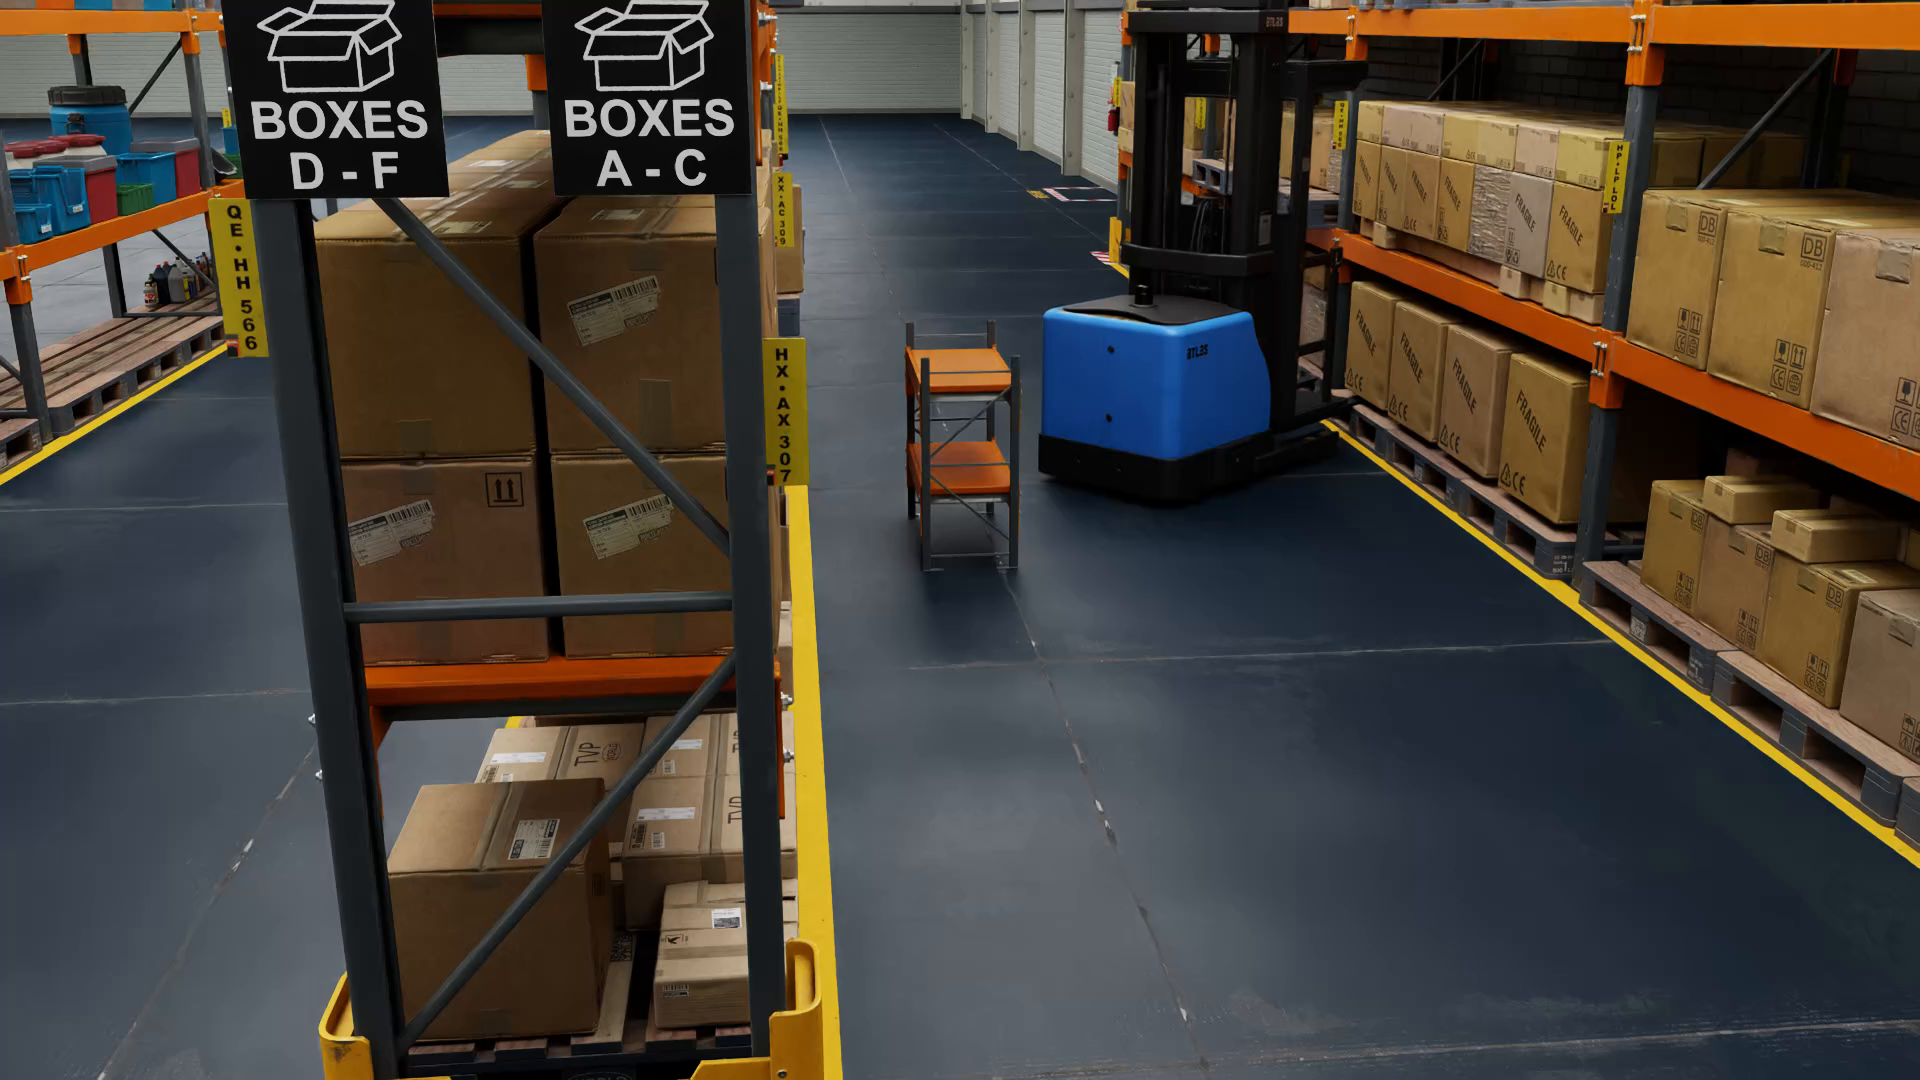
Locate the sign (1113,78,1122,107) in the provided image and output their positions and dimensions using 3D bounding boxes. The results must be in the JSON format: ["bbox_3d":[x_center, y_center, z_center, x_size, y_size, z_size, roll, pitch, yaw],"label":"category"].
[{"bbox_3d":[1.817,-5.162,19.167,0.100,0.325,0.005,-2,18,-6],"label":"sign"}]

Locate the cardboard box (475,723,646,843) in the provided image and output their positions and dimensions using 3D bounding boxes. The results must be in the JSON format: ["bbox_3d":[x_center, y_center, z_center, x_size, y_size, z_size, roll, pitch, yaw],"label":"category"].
[{"bbox_3d":[-1.289,0.819,5.418,0.500,0.250,0.500,-2,18,-6],"label":"cardboard box"}]

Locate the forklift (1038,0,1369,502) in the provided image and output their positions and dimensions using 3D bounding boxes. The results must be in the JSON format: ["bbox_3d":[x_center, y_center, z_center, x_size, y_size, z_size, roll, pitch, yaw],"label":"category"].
[{"bbox_3d":[1.843,-1.993,10.632,1.130,2.935,3.031,15,23,40],"label":"forklift"}]

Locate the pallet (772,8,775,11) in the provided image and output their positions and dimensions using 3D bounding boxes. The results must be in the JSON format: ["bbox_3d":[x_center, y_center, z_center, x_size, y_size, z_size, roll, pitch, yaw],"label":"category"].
[{"bbox_3d":[-1.904,-3.769,11.482,1.213,0.211,1.003,-1,17,-3],"label":"pallet"}]

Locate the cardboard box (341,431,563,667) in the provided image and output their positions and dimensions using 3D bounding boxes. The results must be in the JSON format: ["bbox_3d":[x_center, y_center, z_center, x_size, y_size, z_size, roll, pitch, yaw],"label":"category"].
[{"bbox_3d":[-1.236,-0.018,4.059,0.500,0.500,0.500,-1,17,-4],"label":"cardboard box"}]

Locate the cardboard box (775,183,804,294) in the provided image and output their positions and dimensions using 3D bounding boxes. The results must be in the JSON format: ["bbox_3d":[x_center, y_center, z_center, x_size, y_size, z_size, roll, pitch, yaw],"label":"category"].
[{"bbox_3d":[-1.158,-1.433,7.865,0.700,0.500,0.500,-8,19,-24],"label":"cardboard box"}]

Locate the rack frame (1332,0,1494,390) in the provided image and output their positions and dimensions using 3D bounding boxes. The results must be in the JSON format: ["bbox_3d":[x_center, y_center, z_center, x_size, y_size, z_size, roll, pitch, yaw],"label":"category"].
[{"bbox_3d":[3.182,-2.383,11.759,1.000,3.000,0.127,-2,18,-6],"label":"rack frame"}]

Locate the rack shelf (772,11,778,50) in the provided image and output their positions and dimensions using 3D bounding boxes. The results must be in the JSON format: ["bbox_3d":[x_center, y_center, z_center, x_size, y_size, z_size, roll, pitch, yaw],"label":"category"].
[{"bbox_3d":[-1.951,-3.912,12.824,1.077,0.370,4.000,-2,18,-6],"label":"rack shelf"}]

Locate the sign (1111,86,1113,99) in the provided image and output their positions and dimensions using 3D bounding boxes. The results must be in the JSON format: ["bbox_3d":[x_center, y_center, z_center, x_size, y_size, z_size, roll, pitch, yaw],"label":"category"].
[{"bbox_3d":[2.499,-7.294,27.344,0.001,0.329,0.234,-2,18,-6],"label":"sign"}]

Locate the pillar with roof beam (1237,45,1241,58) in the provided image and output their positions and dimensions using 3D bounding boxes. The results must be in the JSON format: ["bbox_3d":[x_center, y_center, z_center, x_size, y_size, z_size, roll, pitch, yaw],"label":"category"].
[{"bbox_3d":[-0.992,-7.314,17.449,9.100,9.000,0.400,-2,18,-6],"label":"pillar with roof beam"}]

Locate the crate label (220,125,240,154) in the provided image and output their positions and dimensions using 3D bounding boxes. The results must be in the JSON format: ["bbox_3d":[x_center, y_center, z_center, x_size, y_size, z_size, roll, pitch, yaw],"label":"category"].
[{"bbox_3d":[-7.038,-3.937,16.650,0.502,0.435,0.616,-2,18,-6],"label":"crate label"}]

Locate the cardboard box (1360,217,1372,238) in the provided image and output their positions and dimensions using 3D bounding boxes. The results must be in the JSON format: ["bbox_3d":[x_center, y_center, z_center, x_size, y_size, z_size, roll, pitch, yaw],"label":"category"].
[{"bbox_3d":[2.986,-2.167,11.458,0.380,0.149,0.250,-2,18,-6],"label":"cardboard box"}]

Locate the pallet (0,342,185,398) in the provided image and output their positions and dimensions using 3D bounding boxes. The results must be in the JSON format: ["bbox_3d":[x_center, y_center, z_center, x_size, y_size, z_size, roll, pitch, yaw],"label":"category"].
[{"bbox_3d":[-6.836,-1.341,13.096,1.003,0.211,1.213,-2,18,-6],"label":"pallet"}]

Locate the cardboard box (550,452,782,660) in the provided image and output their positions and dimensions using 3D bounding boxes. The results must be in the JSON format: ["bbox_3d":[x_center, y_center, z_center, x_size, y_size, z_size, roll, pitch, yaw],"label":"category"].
[{"bbox_3d":[-0.703,-0.033,4.108,0.500,0.500,0.500,-1,17,-4],"label":"cardboard box"}]

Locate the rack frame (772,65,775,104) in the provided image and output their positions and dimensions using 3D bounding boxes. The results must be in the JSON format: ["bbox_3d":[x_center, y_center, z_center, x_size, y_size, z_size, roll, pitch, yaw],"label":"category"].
[{"bbox_3d":[-2.157,-3.420,15.064,1.000,3.000,0.127,-2,18,-6],"label":"rack frame"}]

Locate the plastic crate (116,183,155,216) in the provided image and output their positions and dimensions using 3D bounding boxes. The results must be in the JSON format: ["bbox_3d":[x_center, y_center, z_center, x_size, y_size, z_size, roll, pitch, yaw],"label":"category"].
[{"bbox_3d":[-6.624,-2.657,12.987,0.450,0.188,0.662,-2,18,-6],"label":"plastic crate"}]

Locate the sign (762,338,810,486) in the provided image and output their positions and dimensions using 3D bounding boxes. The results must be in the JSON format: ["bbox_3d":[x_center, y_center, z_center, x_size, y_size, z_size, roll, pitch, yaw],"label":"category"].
[{"bbox_3d":[-0.380,-0.275,3.600,0.100,0.325,0.005,-2,18,-6],"label":"sign"}]

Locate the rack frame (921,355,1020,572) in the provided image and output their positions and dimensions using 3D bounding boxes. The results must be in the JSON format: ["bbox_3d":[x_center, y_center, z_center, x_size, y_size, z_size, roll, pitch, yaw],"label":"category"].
[{"bbox_3d":[0.053,-0.383,8.520,0.500,1.125,0.032,-2,18,-6],"label":"rack frame"}]

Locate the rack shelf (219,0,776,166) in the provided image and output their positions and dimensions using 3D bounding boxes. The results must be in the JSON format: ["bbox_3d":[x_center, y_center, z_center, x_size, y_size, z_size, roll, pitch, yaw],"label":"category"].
[{"bbox_3d":[-1.126,-1.529,5.232,1.077,0.370,4.000,-2,18,-6],"label":"rack shelf"}]

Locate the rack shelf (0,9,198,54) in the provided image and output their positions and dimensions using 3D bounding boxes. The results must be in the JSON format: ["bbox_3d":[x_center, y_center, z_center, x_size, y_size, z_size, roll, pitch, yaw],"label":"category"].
[{"bbox_3d":[-6.878,-3.760,12.340,1.077,0.370,4.000,-2,18,-6],"label":"rack shelf"}]

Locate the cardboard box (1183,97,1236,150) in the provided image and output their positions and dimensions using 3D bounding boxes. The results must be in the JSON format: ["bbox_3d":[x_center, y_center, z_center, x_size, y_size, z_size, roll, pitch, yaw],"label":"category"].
[{"bbox_3d":[2.413,-4.001,15.880,0.500,0.500,0.500,-2,18,-6],"label":"cardboard box"}]

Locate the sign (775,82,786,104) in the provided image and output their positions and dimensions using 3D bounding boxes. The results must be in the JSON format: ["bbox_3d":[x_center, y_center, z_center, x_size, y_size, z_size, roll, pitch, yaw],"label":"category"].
[{"bbox_3d":[-1.618,-3.955,14.965,0.100,0.325,0.005,-2,18,-6],"label":"sign"}]

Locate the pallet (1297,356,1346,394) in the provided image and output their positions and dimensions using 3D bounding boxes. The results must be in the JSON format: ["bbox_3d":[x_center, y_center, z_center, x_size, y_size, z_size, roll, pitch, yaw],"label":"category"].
[{"bbox_3d":[3.103,-1.285,12.918,1.003,0.211,1.213,-2,18,-6],"label":"pallet"}]

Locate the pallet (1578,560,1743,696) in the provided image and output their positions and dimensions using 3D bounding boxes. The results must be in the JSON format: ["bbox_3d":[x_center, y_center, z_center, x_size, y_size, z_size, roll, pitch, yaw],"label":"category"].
[{"bbox_3d":[3.595,0.368,7.651,1.003,0.211,1.213,-2,18,-6],"label":"pallet"}]

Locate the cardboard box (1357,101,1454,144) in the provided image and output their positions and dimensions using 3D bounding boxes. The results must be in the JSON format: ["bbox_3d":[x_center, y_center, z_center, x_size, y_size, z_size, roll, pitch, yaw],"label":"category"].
[{"bbox_3d":[2.976,-2.788,11.100,0.500,0.250,0.500,-1,17,-4],"label":"cardboard box"}]

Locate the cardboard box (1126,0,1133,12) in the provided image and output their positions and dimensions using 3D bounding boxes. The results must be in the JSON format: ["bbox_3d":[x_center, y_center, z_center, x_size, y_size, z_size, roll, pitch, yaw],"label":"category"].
[{"bbox_3d":[2.143,-6.147,18.541,0.500,0.500,0.500,-1,17,-4],"label":"cardboard box"}]

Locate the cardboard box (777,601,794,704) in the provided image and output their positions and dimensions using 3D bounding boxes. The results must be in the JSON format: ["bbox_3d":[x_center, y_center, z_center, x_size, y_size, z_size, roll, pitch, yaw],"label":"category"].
[{"bbox_3d":[-0.914,0.421,6.584,0.500,0.311,0.500,-2,18,-6],"label":"cardboard box"}]

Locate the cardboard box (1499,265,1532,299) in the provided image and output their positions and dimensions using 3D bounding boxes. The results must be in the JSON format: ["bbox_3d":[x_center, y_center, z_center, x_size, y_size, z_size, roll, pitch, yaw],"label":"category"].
[{"bbox_3d":[3.161,-1.403,9.023,0.380,0.149,0.250,-2,18,-6],"label":"cardboard box"}]

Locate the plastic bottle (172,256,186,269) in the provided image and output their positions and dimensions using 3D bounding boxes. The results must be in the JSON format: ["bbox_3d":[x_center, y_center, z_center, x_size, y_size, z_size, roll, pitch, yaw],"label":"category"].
[{"bbox_3d":[-7.491,-2.551,15.982,0.144,0.351,0.185,-2,18,-6],"label":"plastic bottle"}]

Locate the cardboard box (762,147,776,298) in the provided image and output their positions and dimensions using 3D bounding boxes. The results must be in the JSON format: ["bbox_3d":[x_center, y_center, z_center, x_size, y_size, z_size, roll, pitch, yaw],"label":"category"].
[{"bbox_3d":[-0.915,-1.116,5.888,0.500,0.500,0.500,-2,18,-5],"label":"cardboard box"}]

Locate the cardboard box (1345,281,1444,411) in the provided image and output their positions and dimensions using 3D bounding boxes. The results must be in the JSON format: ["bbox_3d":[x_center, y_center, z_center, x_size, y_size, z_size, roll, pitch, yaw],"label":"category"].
[{"bbox_3d":[3.128,-1.334,11.307,0.750,0.750,0.750,-2,18,-6],"label":"cardboard box"}]

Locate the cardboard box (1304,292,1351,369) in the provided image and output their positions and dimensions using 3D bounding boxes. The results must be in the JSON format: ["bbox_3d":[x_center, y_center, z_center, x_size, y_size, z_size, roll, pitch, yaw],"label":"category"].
[{"bbox_3d":[3.056,-1.613,12.745,0.700,0.500,0.500,-2,17,-5],"label":"cardboard box"}]

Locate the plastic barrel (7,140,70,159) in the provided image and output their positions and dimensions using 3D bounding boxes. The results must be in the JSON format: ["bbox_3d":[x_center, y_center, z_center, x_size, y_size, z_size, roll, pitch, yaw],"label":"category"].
[{"bbox_3d":[-7.128,-2.823,12.934,0.433,0.535,0.433,0,17,0],"label":"plastic barrel"}]

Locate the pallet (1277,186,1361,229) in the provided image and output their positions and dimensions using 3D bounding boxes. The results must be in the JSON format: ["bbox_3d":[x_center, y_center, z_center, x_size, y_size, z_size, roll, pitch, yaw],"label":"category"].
[{"bbox_3d":[3.003,-2.500,12.453,1.213,0.211,1.003,-2,18,-6],"label":"pallet"}]

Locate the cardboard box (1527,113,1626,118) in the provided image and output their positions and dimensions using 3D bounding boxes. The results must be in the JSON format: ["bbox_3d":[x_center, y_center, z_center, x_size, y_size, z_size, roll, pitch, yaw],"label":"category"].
[{"bbox_3d":[3.640,-2.353,9.717,0.500,0.250,0.500,-2,18,-7],"label":"cardboard box"}]

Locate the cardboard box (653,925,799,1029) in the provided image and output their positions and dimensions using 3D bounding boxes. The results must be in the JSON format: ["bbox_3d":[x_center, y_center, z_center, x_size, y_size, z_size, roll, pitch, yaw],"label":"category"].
[{"bbox_3d":[-0.621,1.170,4.468,0.380,0.149,0.250,-2,18,-6],"label":"cardboard box"}]

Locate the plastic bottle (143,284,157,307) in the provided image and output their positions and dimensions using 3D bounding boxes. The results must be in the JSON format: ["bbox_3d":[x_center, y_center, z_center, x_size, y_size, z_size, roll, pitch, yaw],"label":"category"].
[{"bbox_3d":[-7.432,-2.242,15.247,0.097,0.201,0.097,0,17,0],"label":"plastic bottle"}]

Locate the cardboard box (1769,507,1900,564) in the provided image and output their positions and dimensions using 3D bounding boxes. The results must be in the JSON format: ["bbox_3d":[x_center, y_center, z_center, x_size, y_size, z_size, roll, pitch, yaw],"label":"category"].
[{"bbox_3d":[3.478,-0.019,6.619,0.380,0.149,0.250,-2,18,-7],"label":"cardboard box"}]

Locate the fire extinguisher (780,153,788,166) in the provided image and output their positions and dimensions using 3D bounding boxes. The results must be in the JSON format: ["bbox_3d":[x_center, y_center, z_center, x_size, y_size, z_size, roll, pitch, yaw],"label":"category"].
[{"bbox_3d":[-2.120,-4.625,19.029,0.296,0.674,0.183,-2,18,-6],"label":"fire extinguisher"}]

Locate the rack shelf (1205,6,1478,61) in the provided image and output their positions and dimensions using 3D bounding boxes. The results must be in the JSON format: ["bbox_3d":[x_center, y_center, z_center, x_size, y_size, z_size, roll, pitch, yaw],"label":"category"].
[{"bbox_3d":[2.976,-4.066,13.315,1.077,0.370,4.000,-2,18,-6],"label":"rack shelf"}]

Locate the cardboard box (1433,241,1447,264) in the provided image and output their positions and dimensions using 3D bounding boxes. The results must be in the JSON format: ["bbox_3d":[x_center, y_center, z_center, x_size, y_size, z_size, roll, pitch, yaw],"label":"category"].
[{"bbox_3d":[3.146,-1.785,10.240,0.380,0.149,0.250,-2,17,-5],"label":"cardboard box"}]

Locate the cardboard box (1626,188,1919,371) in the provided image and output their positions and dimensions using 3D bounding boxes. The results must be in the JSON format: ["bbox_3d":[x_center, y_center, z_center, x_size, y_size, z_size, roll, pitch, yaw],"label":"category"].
[{"bbox_3d":[3.635,-1.172,7.401,0.980,0.700,0.700,-2,17,-5],"label":"cardboard box"}]

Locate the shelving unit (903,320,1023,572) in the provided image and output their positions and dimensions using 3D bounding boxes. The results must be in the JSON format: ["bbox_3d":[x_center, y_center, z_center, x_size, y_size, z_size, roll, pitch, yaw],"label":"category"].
[{"bbox_3d":[0.001,-0.535,9.002,0.538,1.125,1.048,-2,18,-6],"label":"shelving unit"}]

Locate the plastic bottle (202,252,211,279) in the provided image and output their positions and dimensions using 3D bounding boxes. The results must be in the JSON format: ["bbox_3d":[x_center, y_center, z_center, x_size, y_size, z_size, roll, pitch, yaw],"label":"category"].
[{"bbox_3d":[-7.615,-2.756,16.749,0.061,0.283,0.133,-1,17,-5],"label":"plastic bottle"}]

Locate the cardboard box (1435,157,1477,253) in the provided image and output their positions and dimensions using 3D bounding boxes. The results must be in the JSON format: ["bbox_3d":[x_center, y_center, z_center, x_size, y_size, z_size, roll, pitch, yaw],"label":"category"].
[{"bbox_3d":[3.134,-1.970,9.748,0.500,0.500,0.500,-1,17,-4],"label":"cardboard box"}]

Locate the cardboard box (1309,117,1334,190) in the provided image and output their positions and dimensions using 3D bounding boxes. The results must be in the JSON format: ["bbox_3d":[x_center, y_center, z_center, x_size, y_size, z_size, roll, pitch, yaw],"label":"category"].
[{"bbox_3d":[3.039,-2.946,12.651,0.700,0.500,0.500,-3,18,-11],"label":"cardboard box"}]

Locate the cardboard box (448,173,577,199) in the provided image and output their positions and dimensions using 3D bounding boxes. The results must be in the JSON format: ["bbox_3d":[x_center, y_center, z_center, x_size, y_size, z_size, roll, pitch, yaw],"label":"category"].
[{"bbox_3d":[-1.350,-0.799,4.877,0.500,0.500,0.500,-1,17,-4],"label":"cardboard box"}]

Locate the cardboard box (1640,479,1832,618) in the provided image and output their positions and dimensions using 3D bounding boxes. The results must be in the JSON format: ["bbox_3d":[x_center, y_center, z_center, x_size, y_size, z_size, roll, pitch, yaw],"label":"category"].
[{"bbox_3d":[3.570,0.027,7.554,0.700,0.500,0.500,-2,17,-5],"label":"cardboard box"}]

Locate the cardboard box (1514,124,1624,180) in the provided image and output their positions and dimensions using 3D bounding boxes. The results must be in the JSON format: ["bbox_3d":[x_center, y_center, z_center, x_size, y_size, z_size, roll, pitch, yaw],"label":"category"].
[{"bbox_3d":[3.249,-2.032,8.692,0.500,0.250,0.500,-1,17,-4],"label":"cardboard box"}]

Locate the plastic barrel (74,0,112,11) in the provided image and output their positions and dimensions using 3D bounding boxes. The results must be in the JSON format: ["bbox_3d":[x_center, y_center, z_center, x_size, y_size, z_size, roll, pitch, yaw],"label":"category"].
[{"bbox_3d":[-6.681,-4.404,12.353,0.600,0.901,0.708,-2,18,-6],"label":"plastic barrel"}]
